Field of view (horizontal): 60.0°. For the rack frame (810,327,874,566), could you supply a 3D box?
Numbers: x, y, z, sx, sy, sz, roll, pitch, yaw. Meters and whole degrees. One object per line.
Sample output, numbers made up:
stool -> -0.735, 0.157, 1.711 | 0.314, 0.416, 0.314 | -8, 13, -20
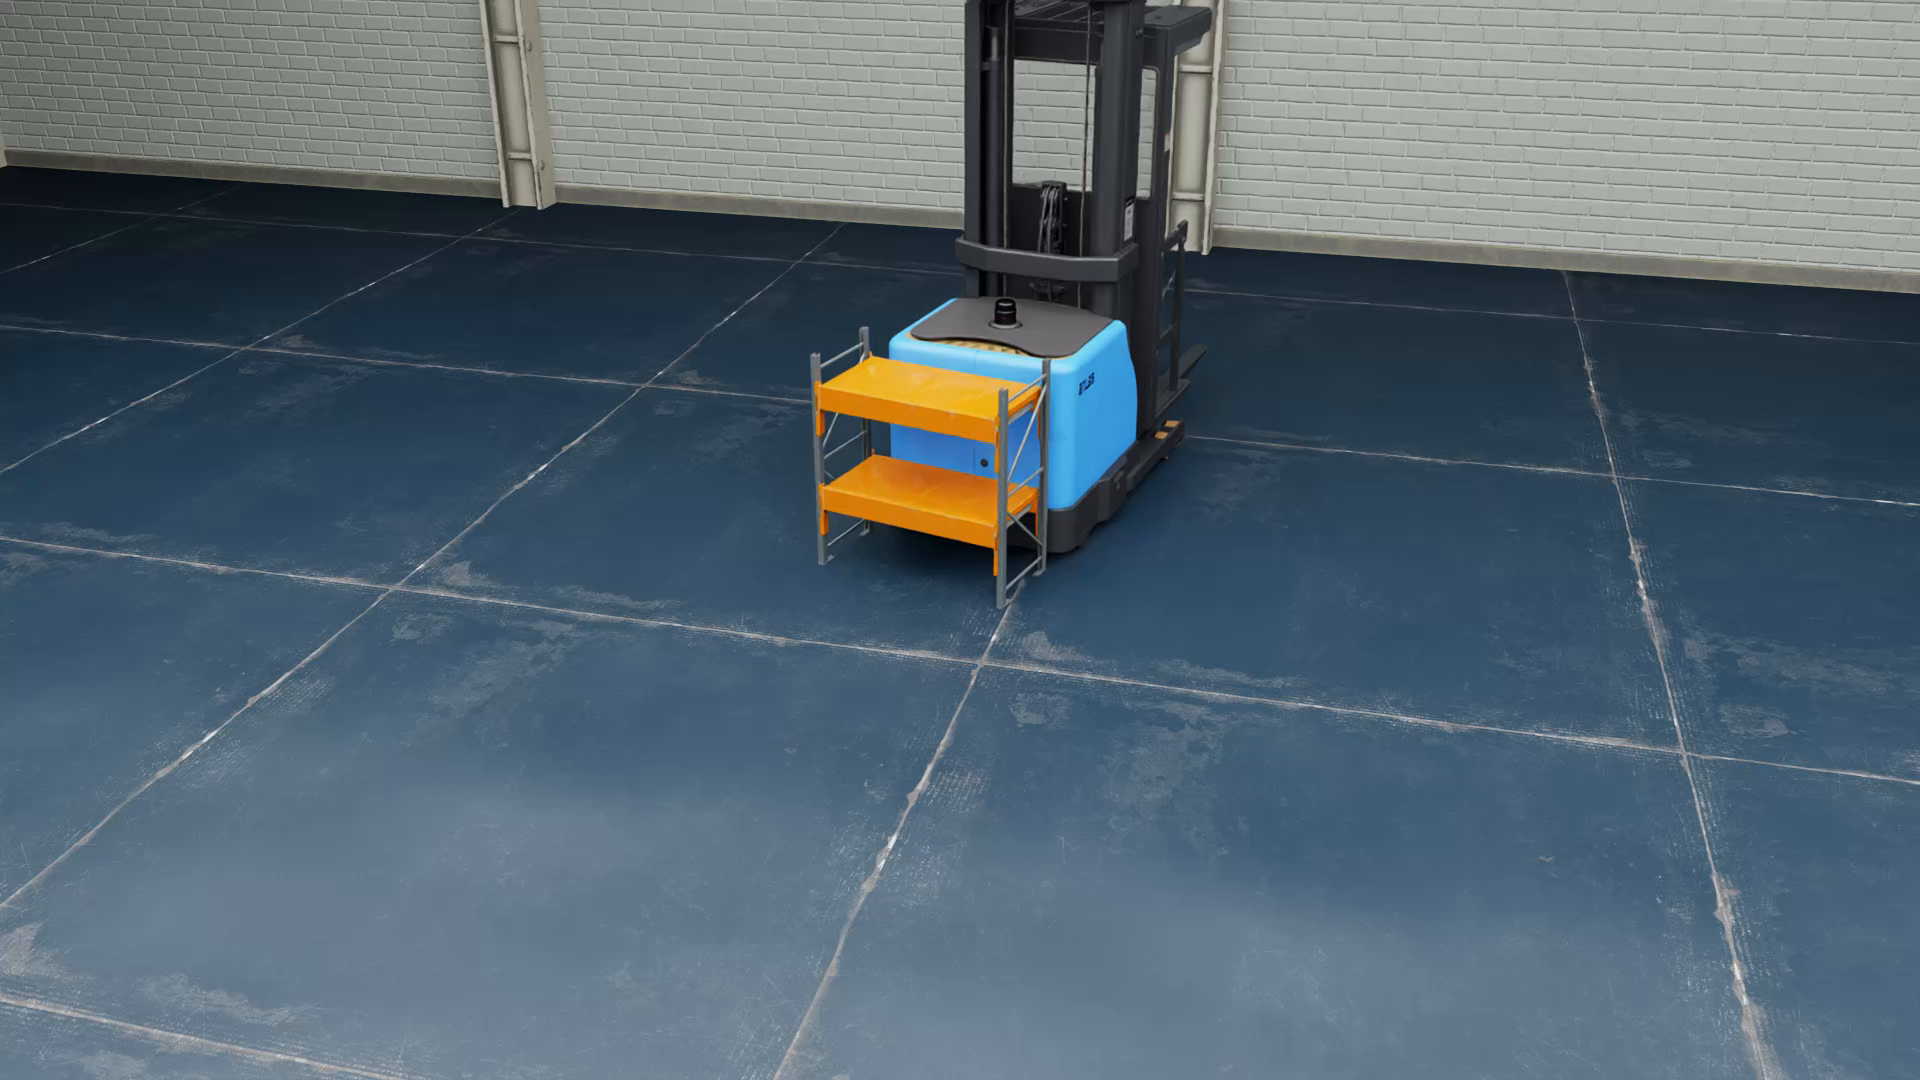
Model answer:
rack frame -> -0.591, -0.473, 8.435 | 0.032, 1.125, 0.500 | 13, 28, 25

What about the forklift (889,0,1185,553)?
forklift -> 0.692, -1.863, 9.253 | 1.130, 2.935, 3.031 | 11, 28, 22

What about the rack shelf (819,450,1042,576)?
rack shelf -> -0.142, -0.150, 8.325 | 1.000, 0.278, 0.538 | 13, 28, 25

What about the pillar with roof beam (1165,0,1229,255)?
pillar with roof beam -> 0.813, -4.699, 8.152 | 0.400, 9.000, 9.100 | 6, 26, 13

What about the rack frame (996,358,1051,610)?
rack frame -> 0.307, -0.268, 8.004 | 0.032, 1.125, 0.500 | 13, 28, 25

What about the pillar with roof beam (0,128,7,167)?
pillar with roof beam -> -10.809, -5.984, 10.850 | 0.400, 9.000, 9.100 | 6, 26, 13

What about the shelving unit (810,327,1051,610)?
shelving unit -> -0.142, -0.371, 8.220 | 1.048, 1.125, 0.538 | 13, 28, 25

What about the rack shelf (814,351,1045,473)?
rack shelf -> -0.142, -0.635, 8.094 | 1.000, 0.278, 0.538 | 13, 28, 25
